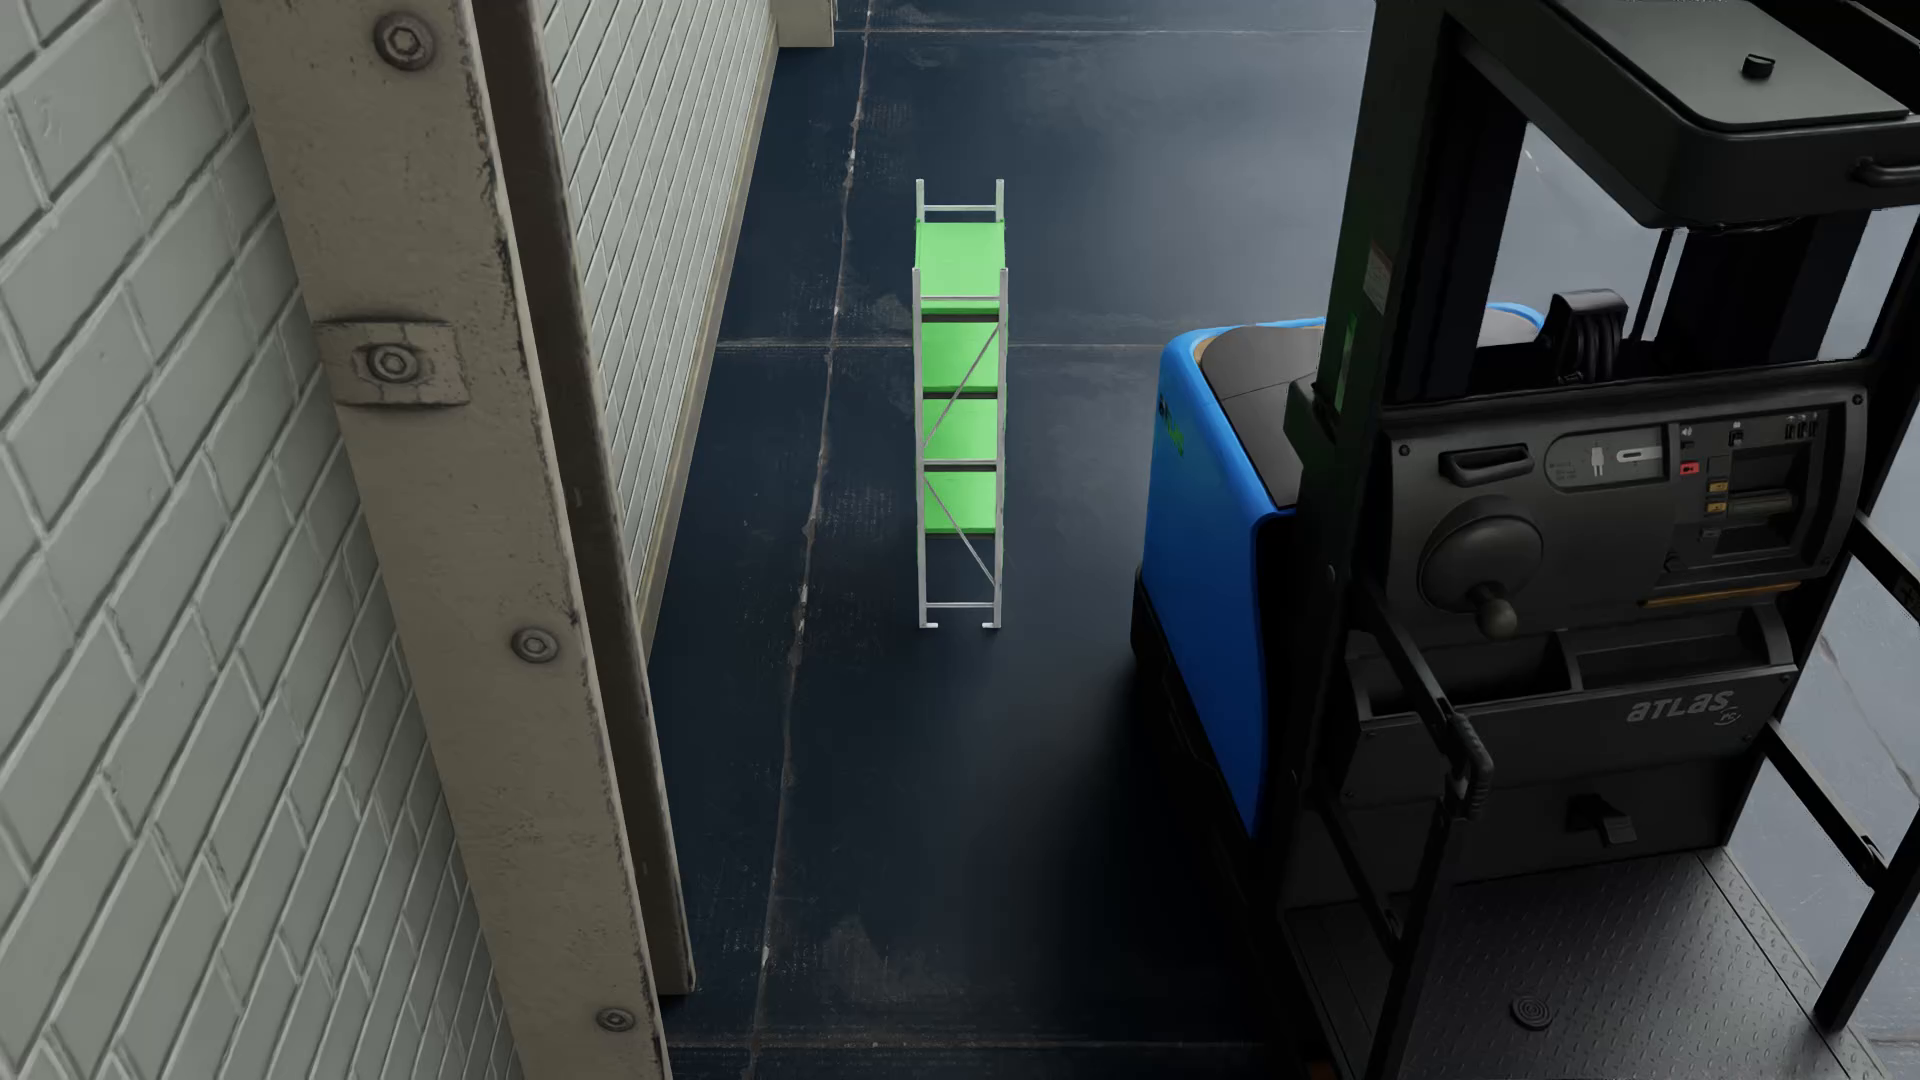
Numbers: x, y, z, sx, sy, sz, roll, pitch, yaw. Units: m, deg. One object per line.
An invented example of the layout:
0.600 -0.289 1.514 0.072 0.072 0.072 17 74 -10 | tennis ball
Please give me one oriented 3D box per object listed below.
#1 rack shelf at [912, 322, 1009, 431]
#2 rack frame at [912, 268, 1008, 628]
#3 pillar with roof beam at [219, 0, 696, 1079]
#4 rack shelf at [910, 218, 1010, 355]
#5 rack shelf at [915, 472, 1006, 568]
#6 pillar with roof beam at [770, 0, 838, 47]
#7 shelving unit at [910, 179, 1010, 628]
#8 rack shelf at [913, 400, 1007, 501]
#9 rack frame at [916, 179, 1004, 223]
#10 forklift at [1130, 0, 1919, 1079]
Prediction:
0.000 -0.502 4.635 0.258 0.148 0.480 0 39 0 | rack shelf
0.001 -0.212 4.555 0.240 1.200 0.015 0 39 0 | rack frame
3.522 -2.358 0.996 9.100 9.000 0.400 0 39 0 | pillar with roof beam
0.000 -0.689 4.485 0.258 0.148 0.480 0 39 0 | rack shelf
0.000 -0.128 4.936 0.258 0.148 0.480 0 39 0 | rack shelf
3.515 -6.110 5.678 9.100 9.000 0.400 0 39 0 | pillar with roof beam
0.000 -0.365 4.746 0.258 1.200 0.503 0 39 0 | shelving unit
0.000 -0.315 4.786 0.258 0.148 0.480 0 39 0 | rack shelf
0.000 -0.517 4.936 0.240 1.200 0.015 0 39 0 | rack frame
1.262 0.019 2.882 1.130 2.935 3.031 -7 39 -8 | forklift
